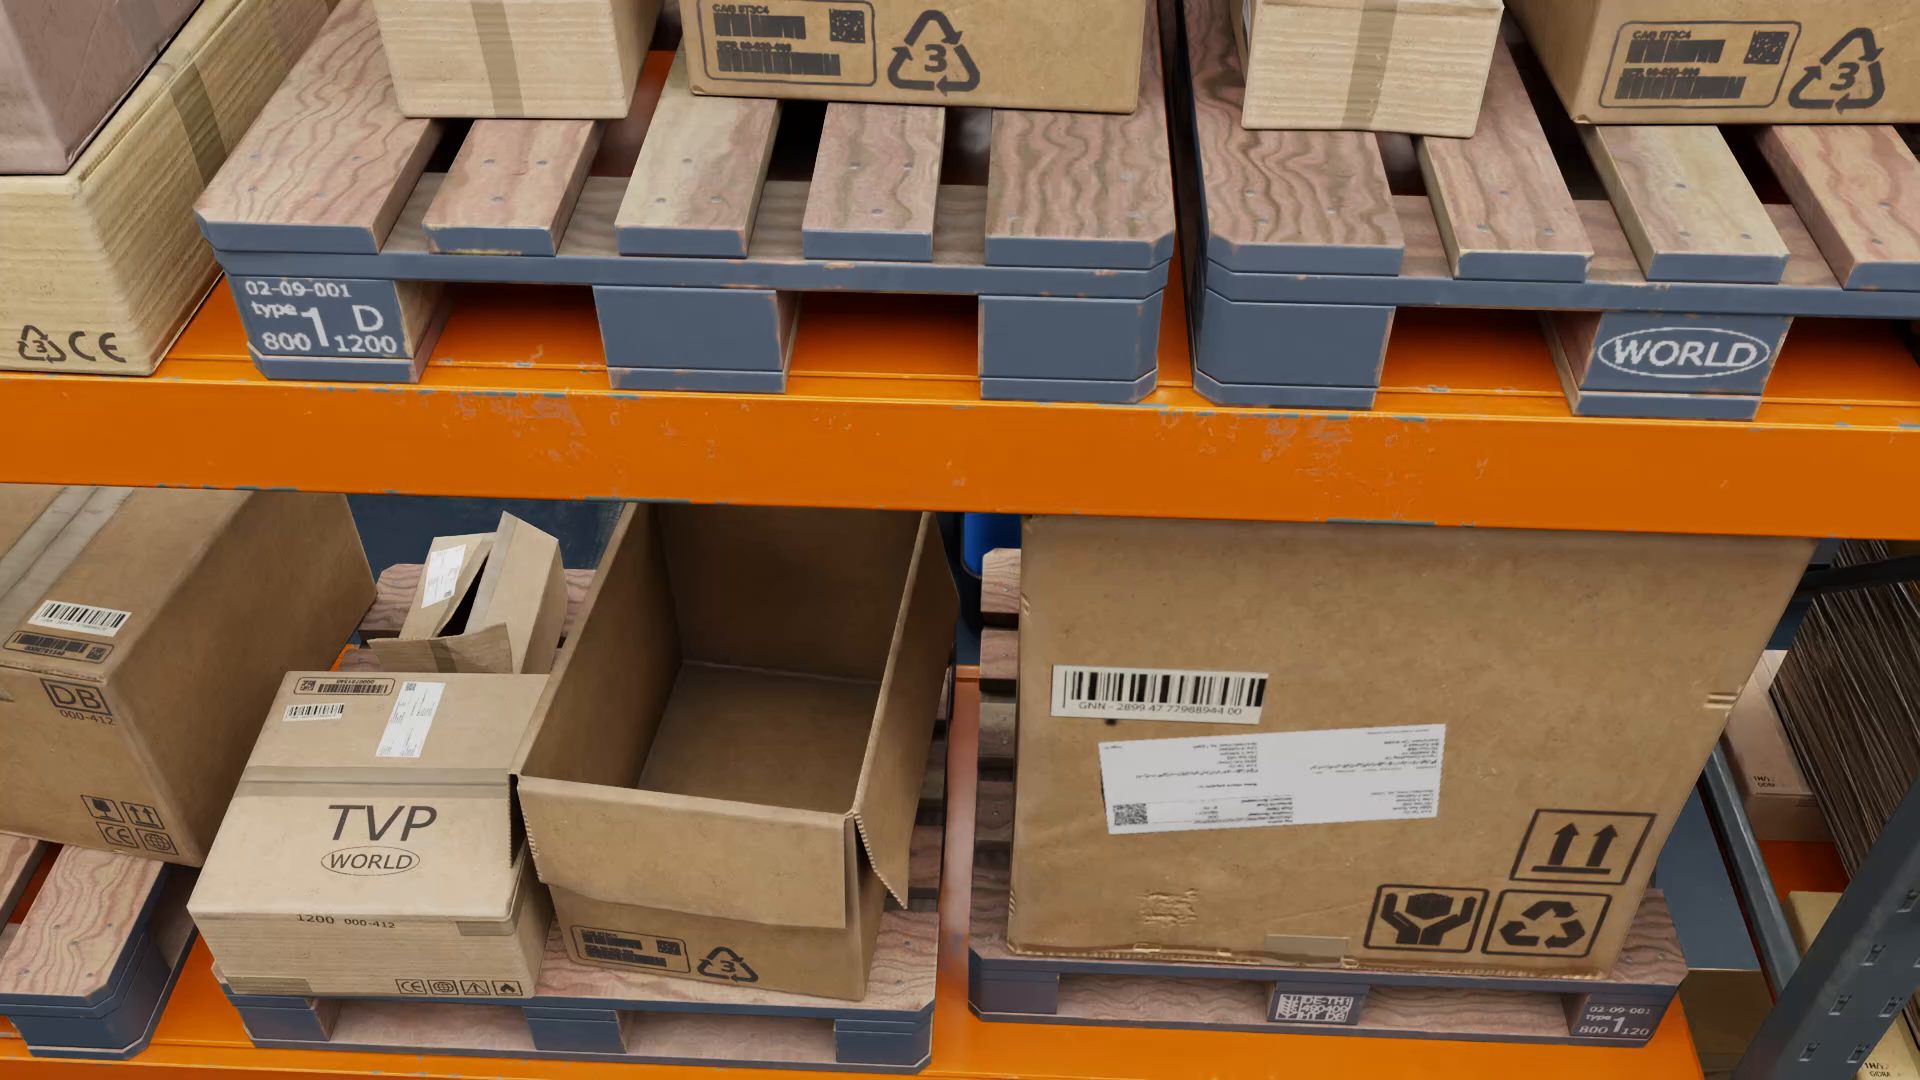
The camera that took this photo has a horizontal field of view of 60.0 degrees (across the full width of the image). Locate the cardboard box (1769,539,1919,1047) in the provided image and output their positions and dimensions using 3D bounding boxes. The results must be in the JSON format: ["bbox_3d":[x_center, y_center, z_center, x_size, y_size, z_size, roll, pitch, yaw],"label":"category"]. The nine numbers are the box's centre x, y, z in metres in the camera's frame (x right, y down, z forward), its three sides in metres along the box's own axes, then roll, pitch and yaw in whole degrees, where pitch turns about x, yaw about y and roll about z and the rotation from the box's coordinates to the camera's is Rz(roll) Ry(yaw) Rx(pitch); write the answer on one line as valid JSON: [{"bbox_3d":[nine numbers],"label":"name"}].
[{"bbox_3d":[1.837,0.414,2.813,0.500,0.500,0.875,2,43,2],"label":"cardboard box"}]

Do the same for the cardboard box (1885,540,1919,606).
[{"bbox_3d":[1.852,-0.181,2.718,0.500,0.500,0.500,2,43,2],"label":"cardboard box"}]

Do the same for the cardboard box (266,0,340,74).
[{"bbox_3d":[-1.122,-0.791,2.307,0.500,0.250,0.500,3,43,3],"label":"cardboard box"}]

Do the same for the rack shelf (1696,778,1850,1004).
[{"bbox_3d":[3.388,0.829,3.188,4.000,0.370,1.077,2,43,2],"label":"rack shelf"}]

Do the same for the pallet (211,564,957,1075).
[{"bbox_3d":[-0.626,0.484,3.170,1.213,0.211,1.003,2,43,2],"label":"pallet"}]

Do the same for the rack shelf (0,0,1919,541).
[{"bbox_3d":[-0.608,-0.392,2.297,4.000,0.370,1.077,2,43,2],"label":"rack shelf"}]

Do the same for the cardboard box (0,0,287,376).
[{"bbox_3d":[-1.121,-0.448,1.940,0.500,0.250,0.500,3,43,3],"label":"cardboard box"}]

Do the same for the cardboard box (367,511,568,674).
[{"bbox_3d":[-0.928,0.144,3.185,0.258,0.266,0.396,1,43,1],"label":"cardboard box"}]

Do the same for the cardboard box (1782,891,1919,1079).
[{"bbox_3d":[1.591,0.807,2.867,0.250,0.149,0.380,2,43,2],"label":"cardboard box"}]

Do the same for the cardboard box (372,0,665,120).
[{"bbox_3d":[-0.487,-0.651,1.911,0.250,0.166,0.380,1,43,1],"label":"cardboard box"}]

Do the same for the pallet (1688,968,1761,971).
[{"bbox_3d":[2.063,1.521,3.963,1.213,0.211,1.003,2,43,2],"label":"pallet"}]

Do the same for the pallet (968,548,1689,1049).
[{"bbox_3d":[0.633,0.452,3.205,1.213,0.211,1.003,2,43,2],"label":"pallet"}]

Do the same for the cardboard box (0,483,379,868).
[{"bbox_3d":[-1.502,0.129,3.029,0.500,0.500,0.700,8,44,8],"label":"cardboard box"}]

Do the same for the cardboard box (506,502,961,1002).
[{"bbox_3d":[-0.346,0.322,2.820,0.637,0.503,0.797,6,43,6],"label":"cardboard box"}]

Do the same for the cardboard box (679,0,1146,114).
[{"bbox_3d":[-0.016,-0.895,1.926,0.637,0.503,0.797,3,43,4],"label":"cardboard box"}]

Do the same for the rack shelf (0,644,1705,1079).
[{"bbox_3d":[-0.608,0.706,3.319,4.000,0.370,1.077,2,43,2],"label":"rack shelf"}]

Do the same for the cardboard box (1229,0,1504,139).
[{"bbox_3d":[0.447,-0.659,1.846,0.258,0.266,0.396,3,43,3],"label":"cardboard box"}]

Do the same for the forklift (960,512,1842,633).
[{"bbox_3d":[1.517,-1.071,4.750,3.031,2.935,1.130,0,43,0],"label":"forklift"}]

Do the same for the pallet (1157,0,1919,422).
[{"bbox_3d":[0.778,-0.616,2.148,1.003,0.211,1.213,2,43,2],"label":"pallet"}]

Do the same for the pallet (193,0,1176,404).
[{"bbox_3d":[-0.258,-0.646,2.180,1.003,0.211,1.213,2,43,2],"label":"pallet"}]

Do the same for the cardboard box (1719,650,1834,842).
[{"bbox_3d":[1.618,0.402,3.302,0.250,0.149,0.380,2,43,2],"label":"cardboard box"}]

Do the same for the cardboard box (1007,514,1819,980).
[{"bbox_3d":[0.603,0.011,2.789,1.000,1.000,1.000,2,43,2],"label":"cardboard box"}]

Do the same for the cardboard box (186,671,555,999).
[{"bbox_3d":[-0.942,0.490,2.825,0.500,0.250,0.500,1,43,1],"label":"cardboard box"}]

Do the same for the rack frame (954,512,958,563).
[{"bbox_3d":[-0.013,-0.441,5.343,0.015,1.200,0.240,0,43,0],"label":"rack frame"}]

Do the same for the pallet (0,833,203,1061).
[{"bbox_3d":[-1.889,0.401,3.260,1.003,0.211,1.213,2,43,2],"label":"pallet"}]

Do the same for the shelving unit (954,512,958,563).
[{"bbox_3d":[-0.257,-0.441,5.343,0.503,1.200,0.258,0,43,0],"label":"shelving unit"}]

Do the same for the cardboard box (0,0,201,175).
[{"bbox_3d":[-1.138,-0.718,1.679,0.500,0.500,0.500,1,43,1],"label":"cardboard box"}]

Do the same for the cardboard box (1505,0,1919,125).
[{"bbox_3d":[0.925,-0.867,1.895,0.637,0.503,0.797,0,43,0],"label":"cardboard box"}]

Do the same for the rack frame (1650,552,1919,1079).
[{"bbox_3d":[1.390,0.504,3.008,0.127,3.000,1.000,2,43,2],"label":"rack frame"}]

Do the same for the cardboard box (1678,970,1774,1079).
[{"bbox_3d":[1.788,1.304,3.675,0.500,0.500,0.500,1,43,1],"label":"cardboard box"}]
